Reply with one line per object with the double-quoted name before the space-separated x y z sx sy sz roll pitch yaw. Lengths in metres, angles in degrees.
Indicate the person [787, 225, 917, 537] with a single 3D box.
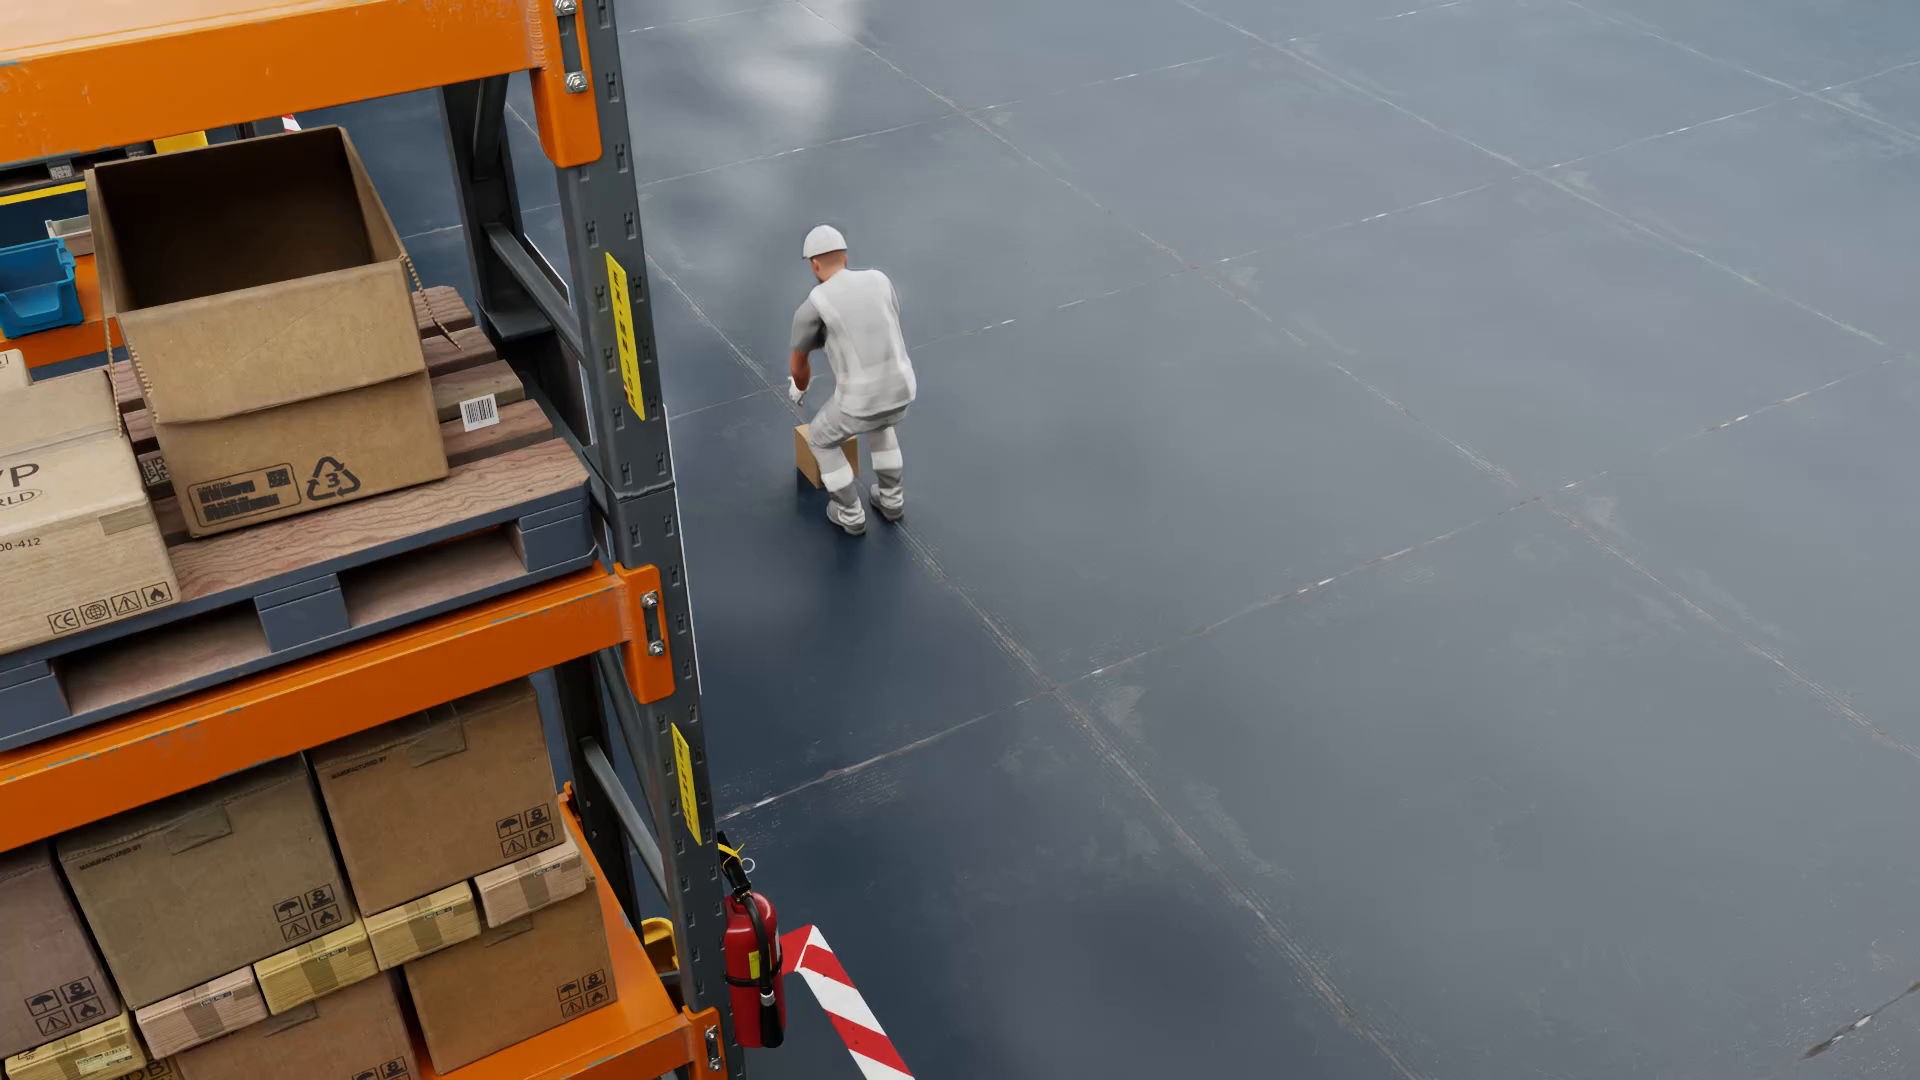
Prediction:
"person" -0.535 -0.752 8.145 0.579 1.528 0.690 -19 40 -23
